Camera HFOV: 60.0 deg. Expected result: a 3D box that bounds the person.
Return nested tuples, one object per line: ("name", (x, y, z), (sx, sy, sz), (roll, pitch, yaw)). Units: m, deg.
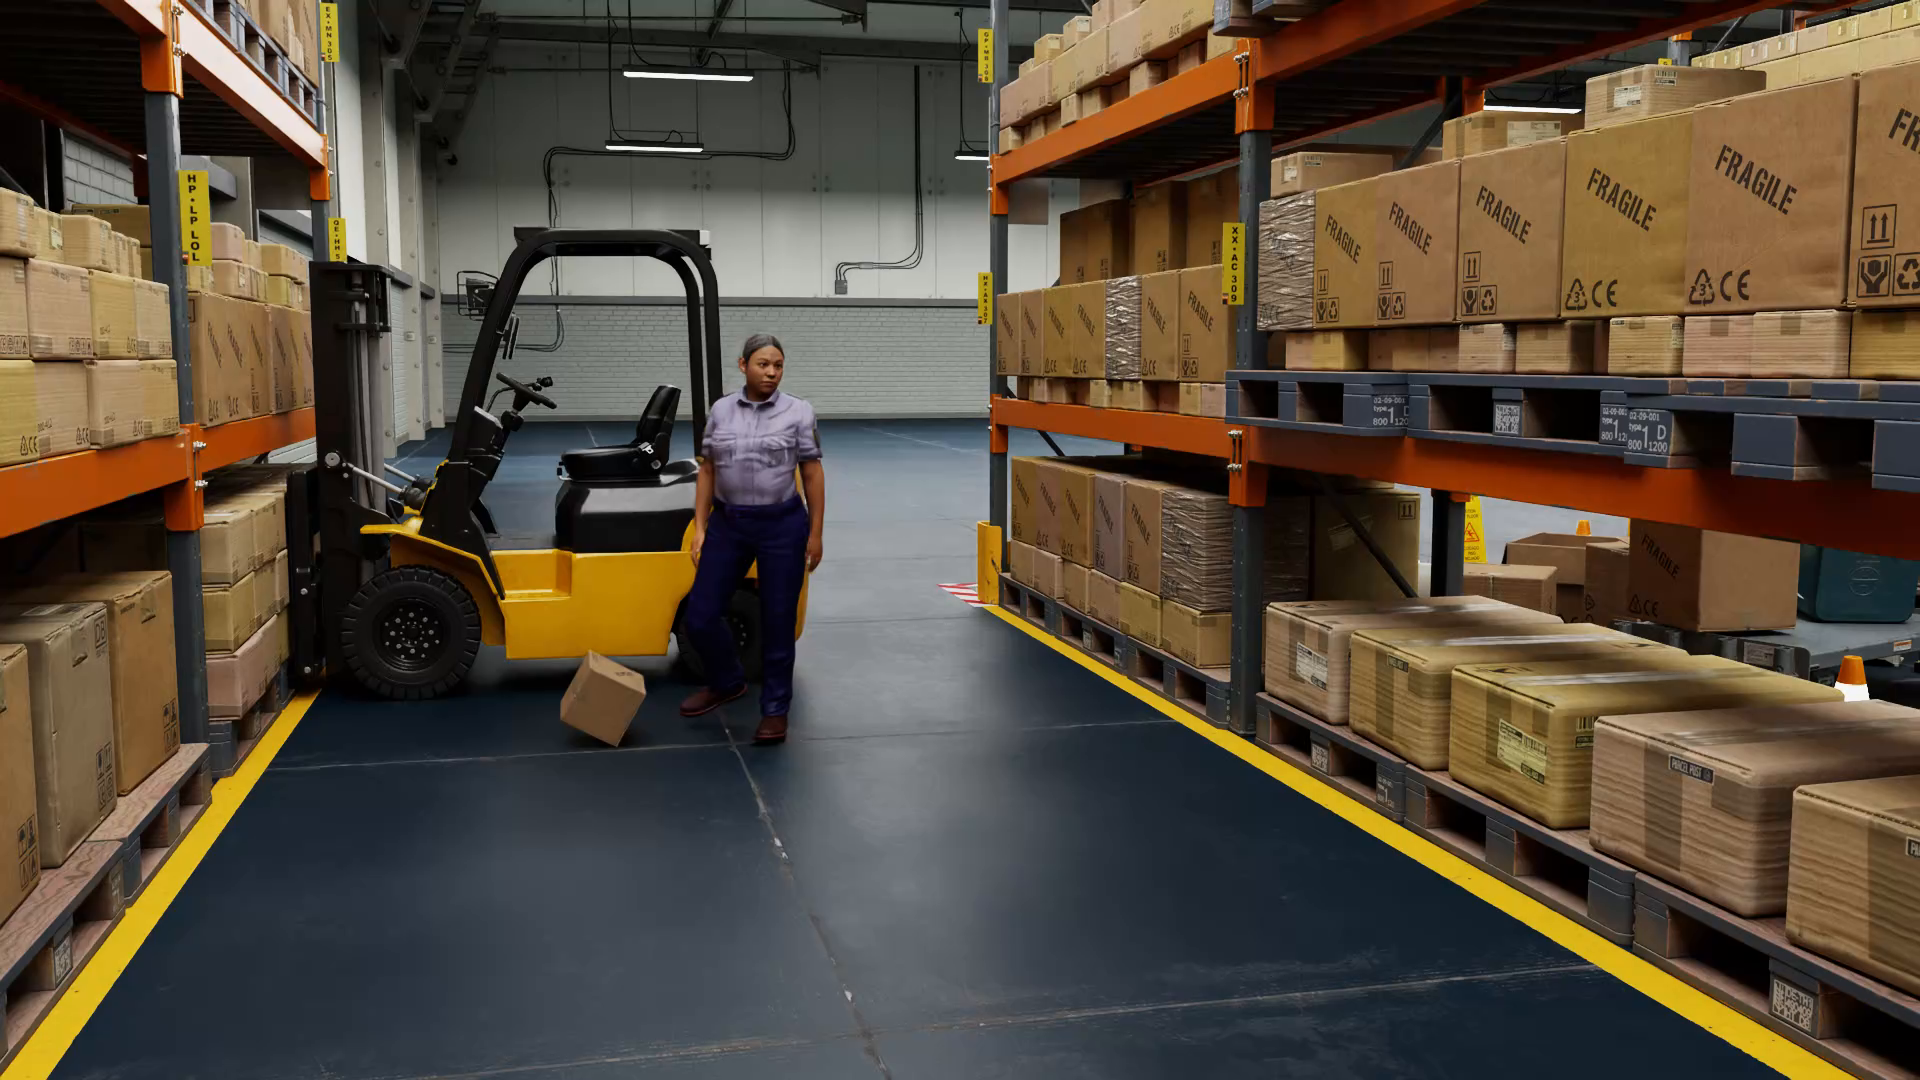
("person", (-0.872, -0.018, 6.764), (0.663, 1.642, 0.461), (1, 6, 9))
